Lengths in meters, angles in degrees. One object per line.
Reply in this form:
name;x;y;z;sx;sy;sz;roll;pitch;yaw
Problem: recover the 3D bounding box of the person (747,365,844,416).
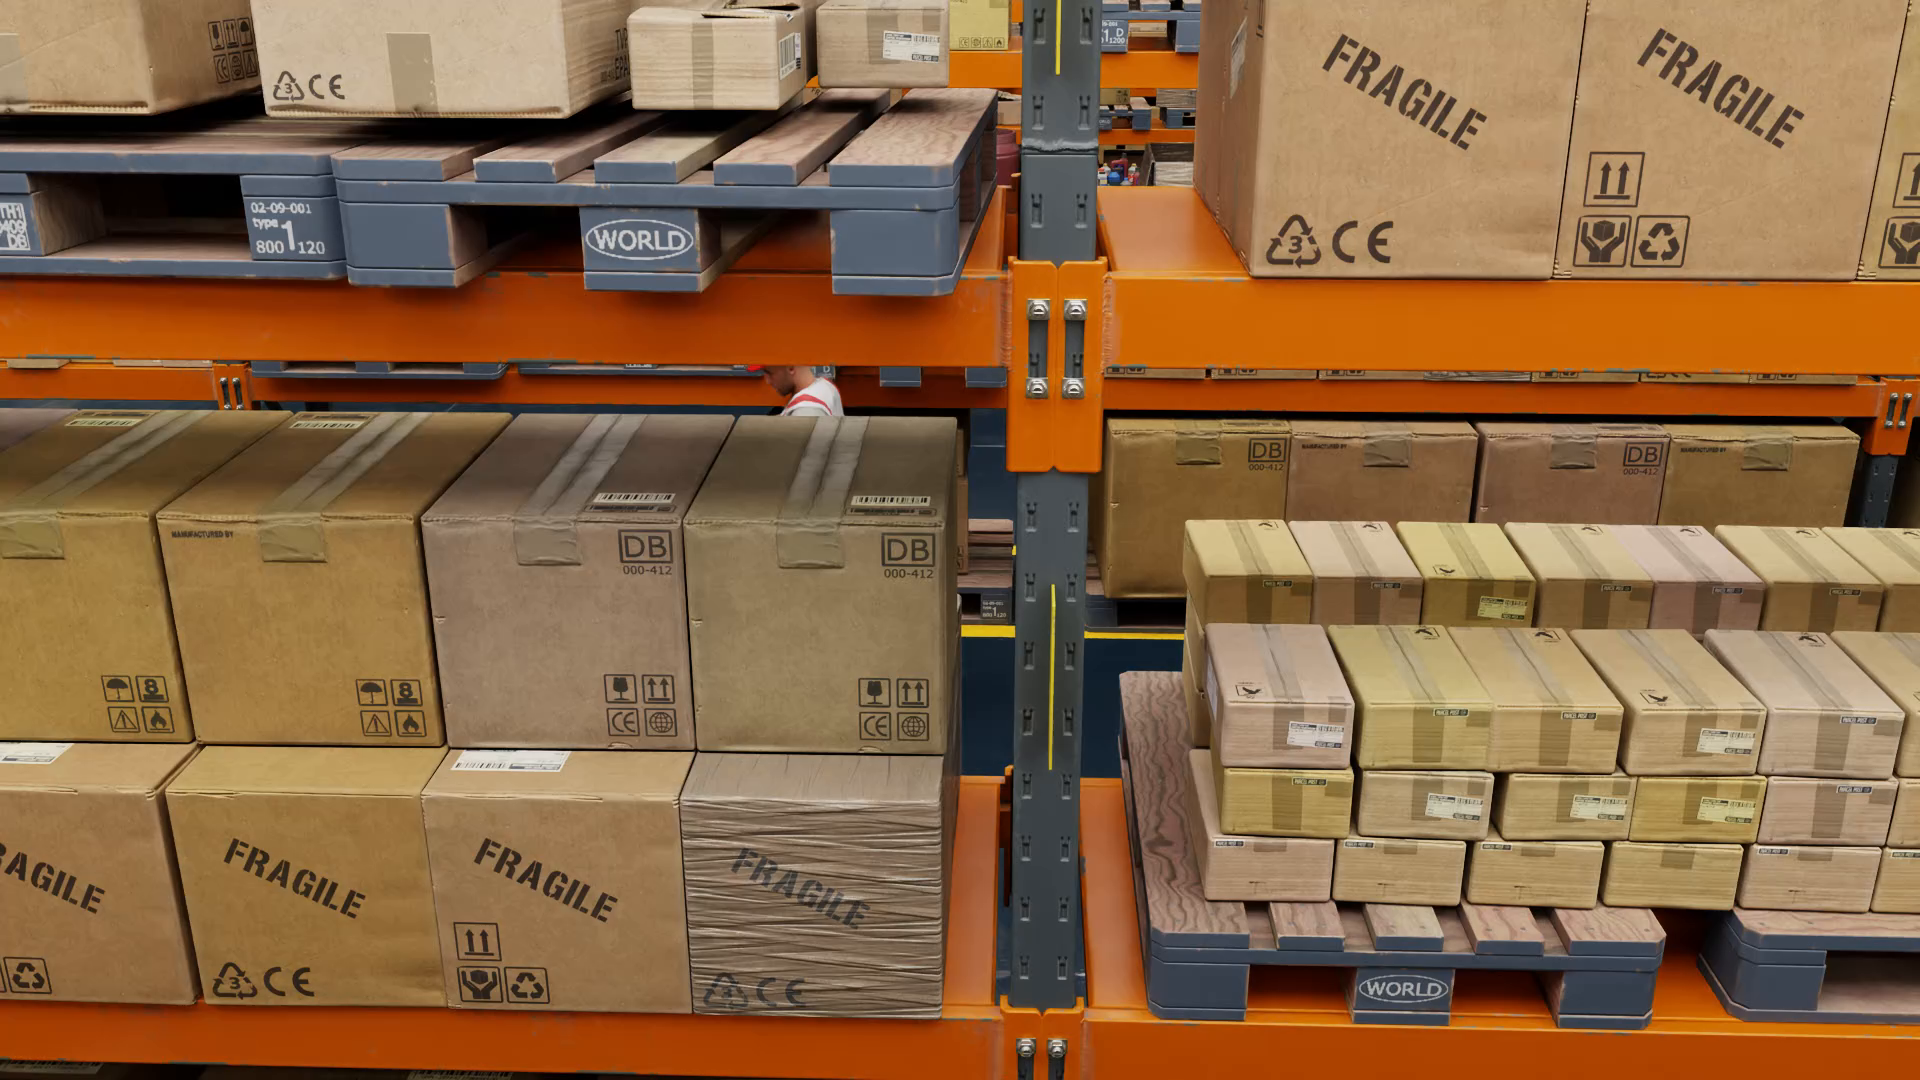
person;-0.696;-0.073;7.285;0.414;1.758;0.536;1;21;3
